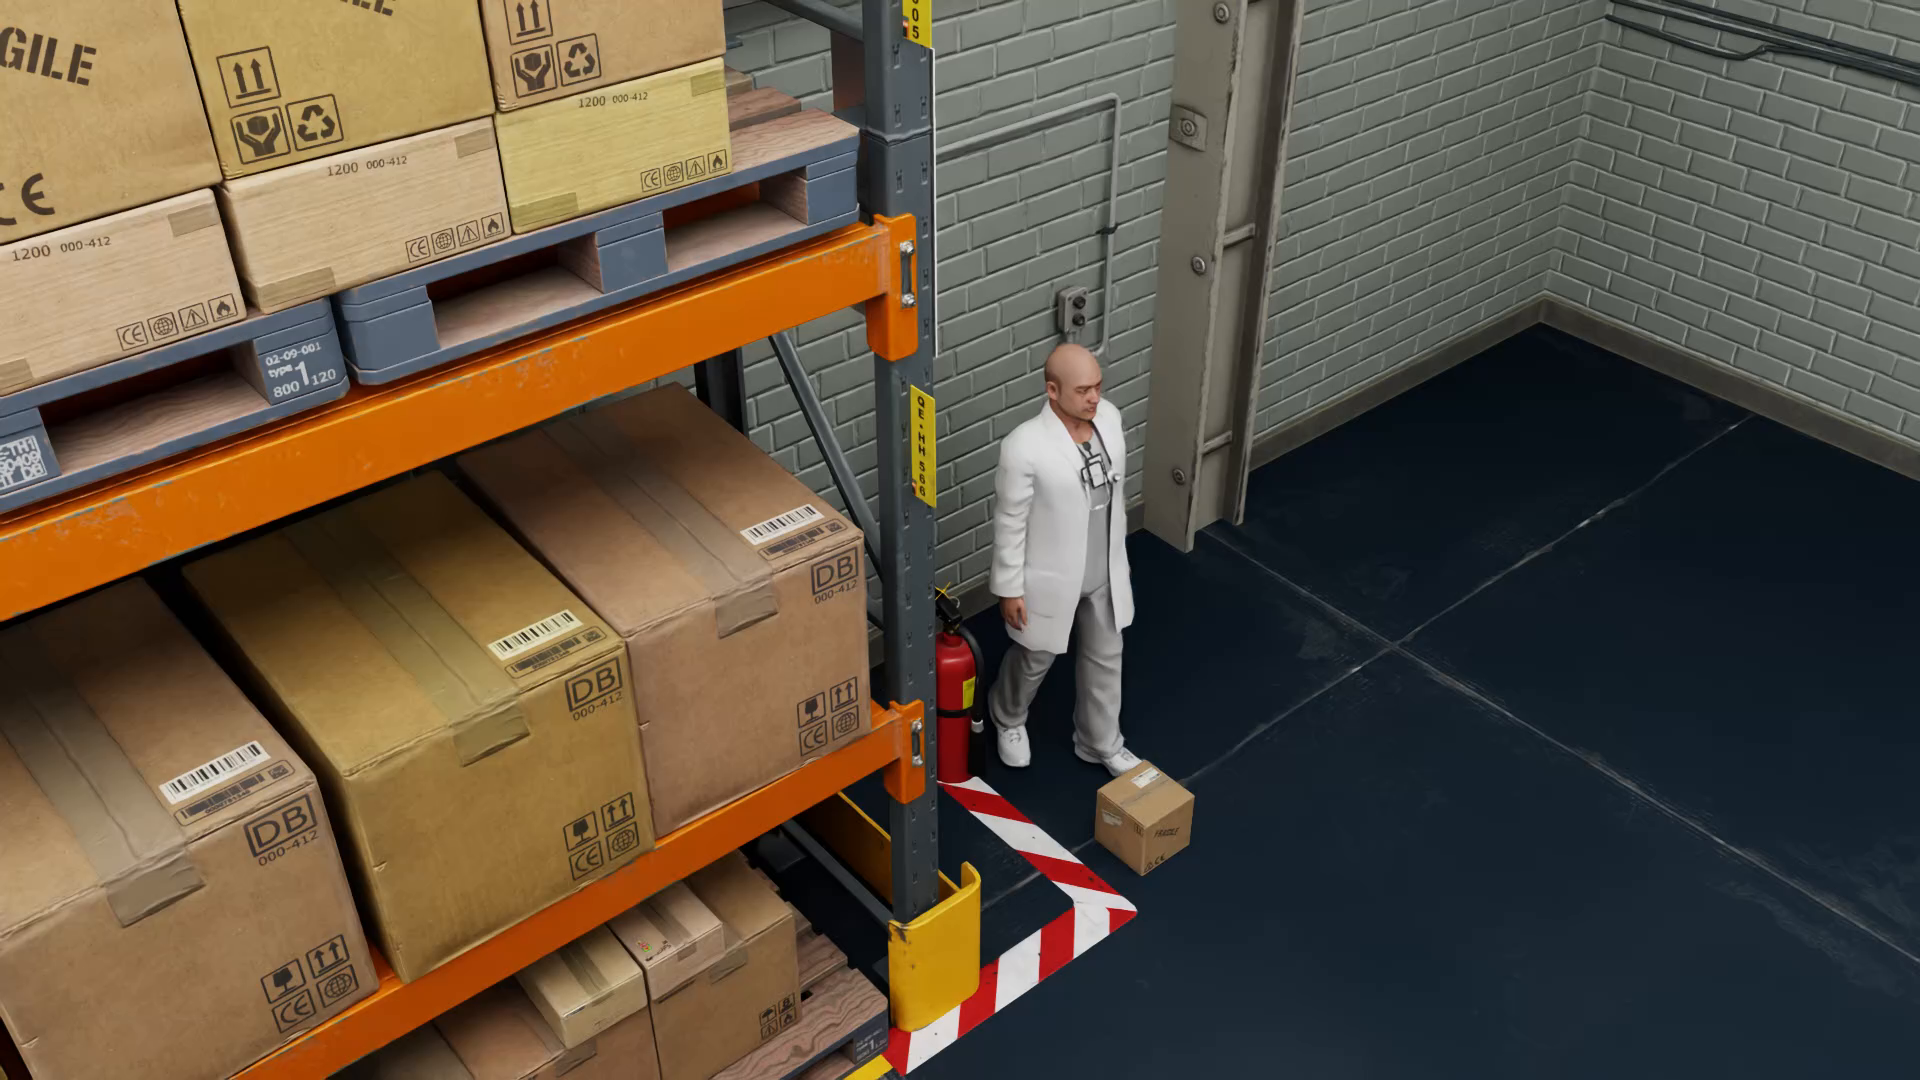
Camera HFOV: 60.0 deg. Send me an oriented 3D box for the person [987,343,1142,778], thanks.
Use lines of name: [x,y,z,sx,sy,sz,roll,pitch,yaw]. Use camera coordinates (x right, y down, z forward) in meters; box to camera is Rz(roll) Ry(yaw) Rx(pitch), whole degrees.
person: [0.393,0.122,5.975,0.624,1.783,0.721,-22,41,-28]
